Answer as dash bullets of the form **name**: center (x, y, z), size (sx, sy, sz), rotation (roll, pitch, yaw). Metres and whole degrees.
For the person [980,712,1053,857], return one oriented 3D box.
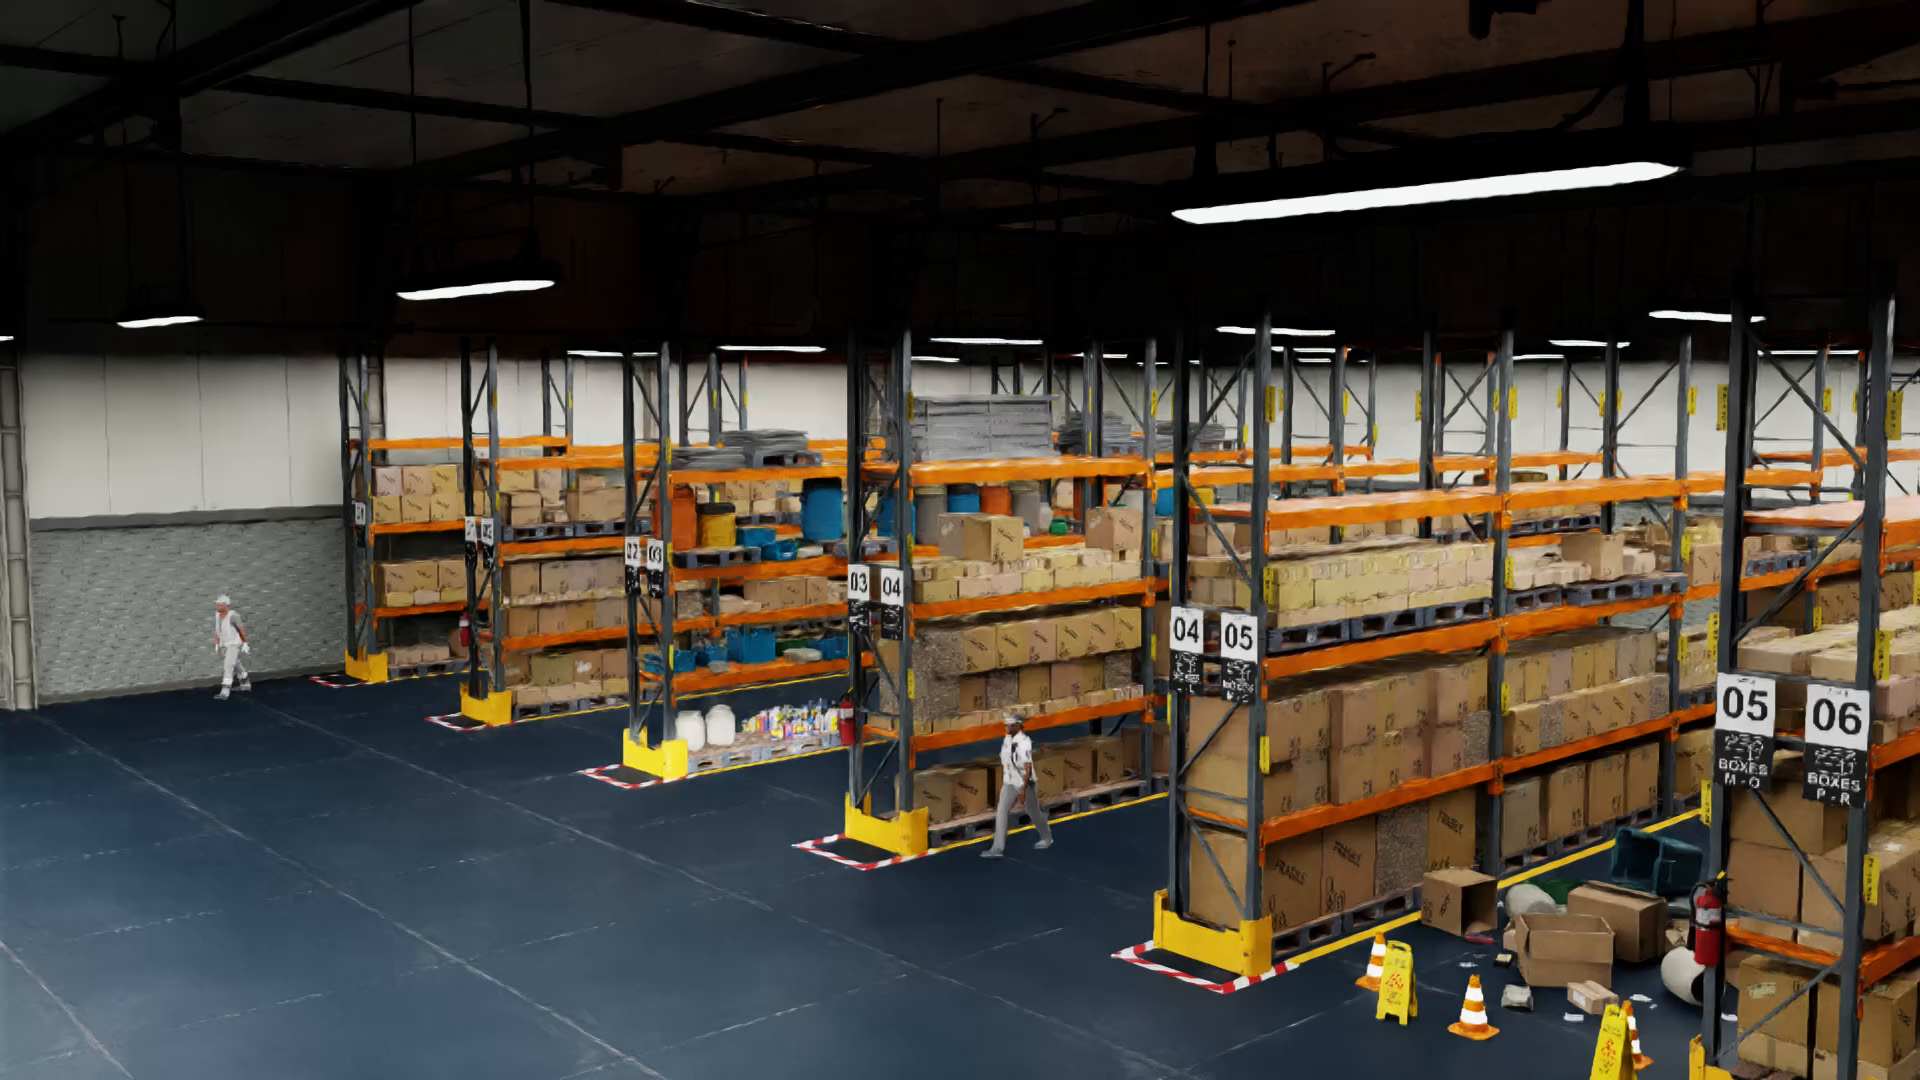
- **person**: center (0.656, 2.695, 18.463), size (0.989, 1.626, 0.461), rotation (-5, 7, -43)

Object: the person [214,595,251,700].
- **person**: center (-12.359, 1.789, 28.093), size (0.596, 1.746, 0.970), rotation (2, 6, 26)
